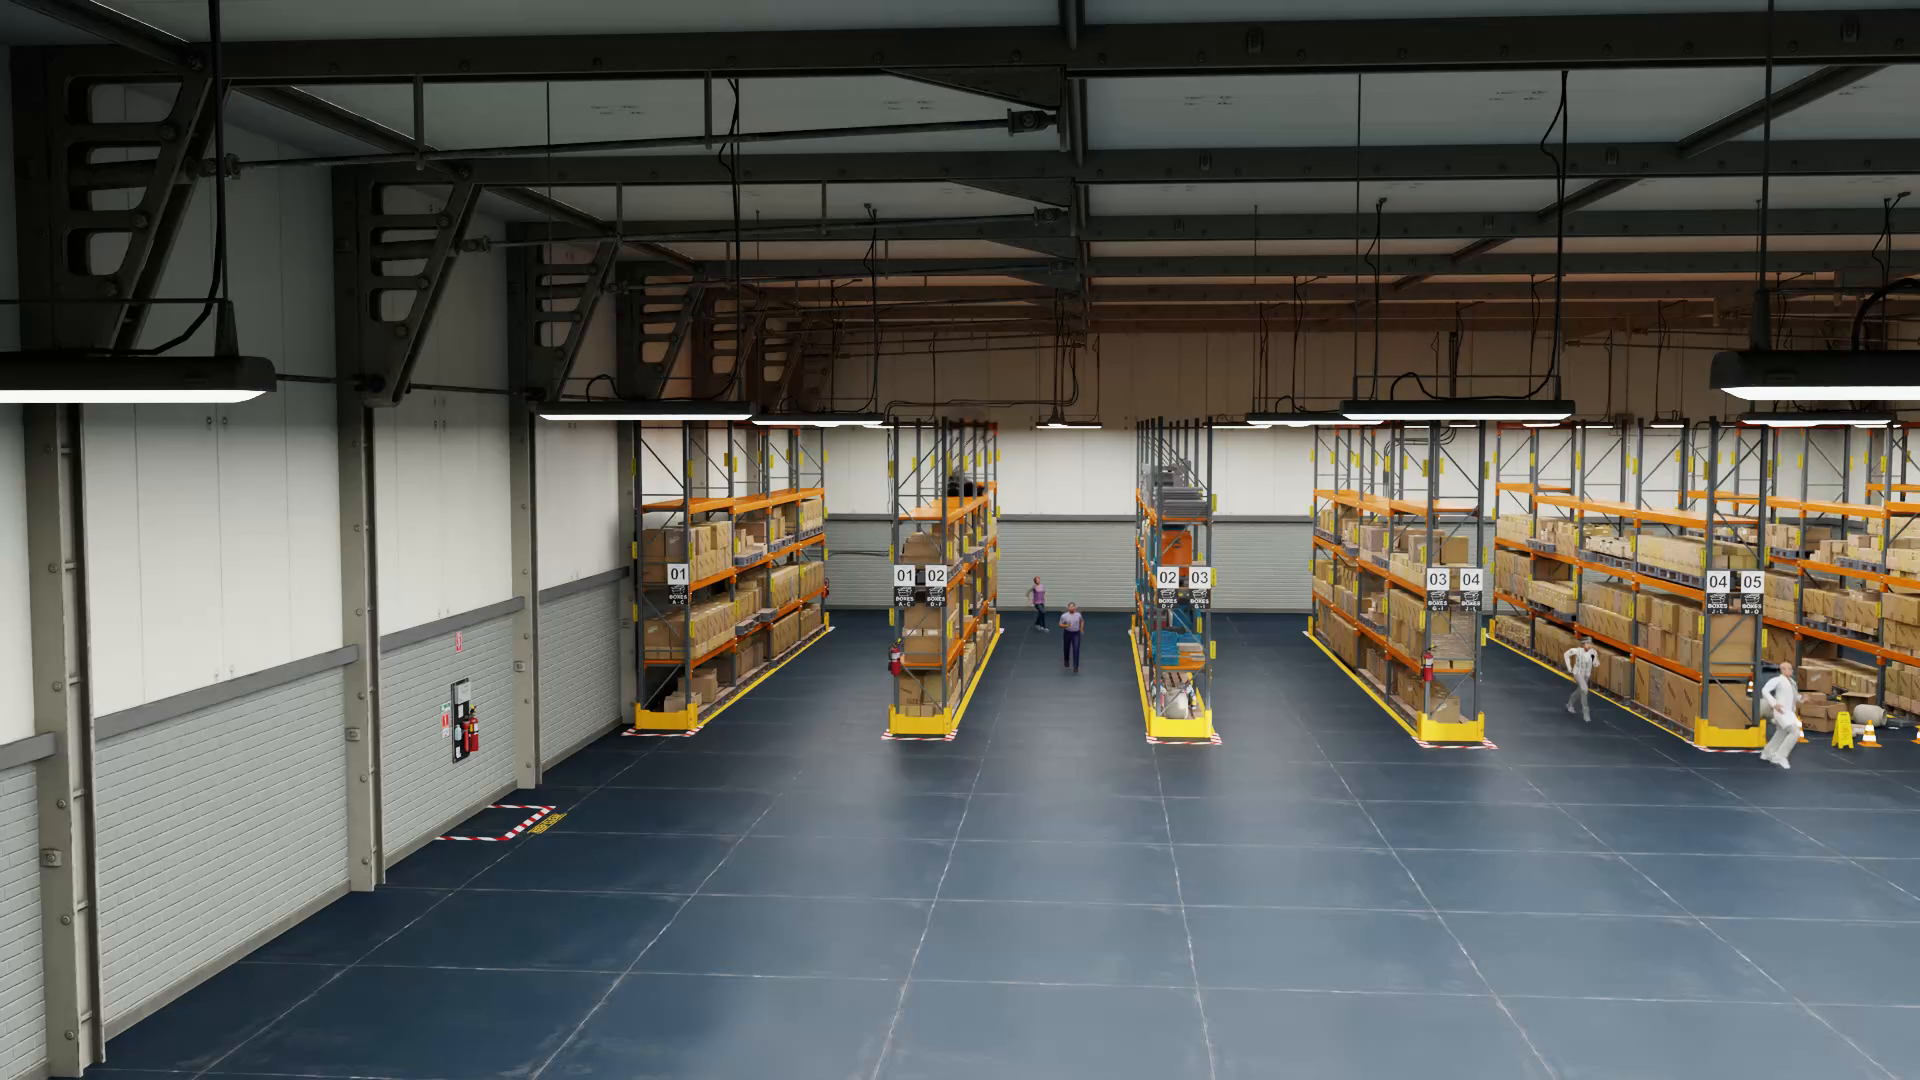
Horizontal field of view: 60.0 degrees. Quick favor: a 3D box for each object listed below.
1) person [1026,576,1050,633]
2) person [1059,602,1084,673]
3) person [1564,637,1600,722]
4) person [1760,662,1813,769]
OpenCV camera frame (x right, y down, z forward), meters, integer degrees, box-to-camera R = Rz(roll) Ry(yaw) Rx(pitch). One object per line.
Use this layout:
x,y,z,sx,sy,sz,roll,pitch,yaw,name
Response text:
2.234,1.826,47.418,0.588,1.604,0.677,-3,5,-39,person
2.655,2.309,39.624,0.584,1.610,0.941,0,4,0,person
12.392,2.736,33.205,0.609,1.695,0.902,-1,4,-12,person
14.086,2.995,28.382,0.679,1.816,0.800,-4,5,-43,person
